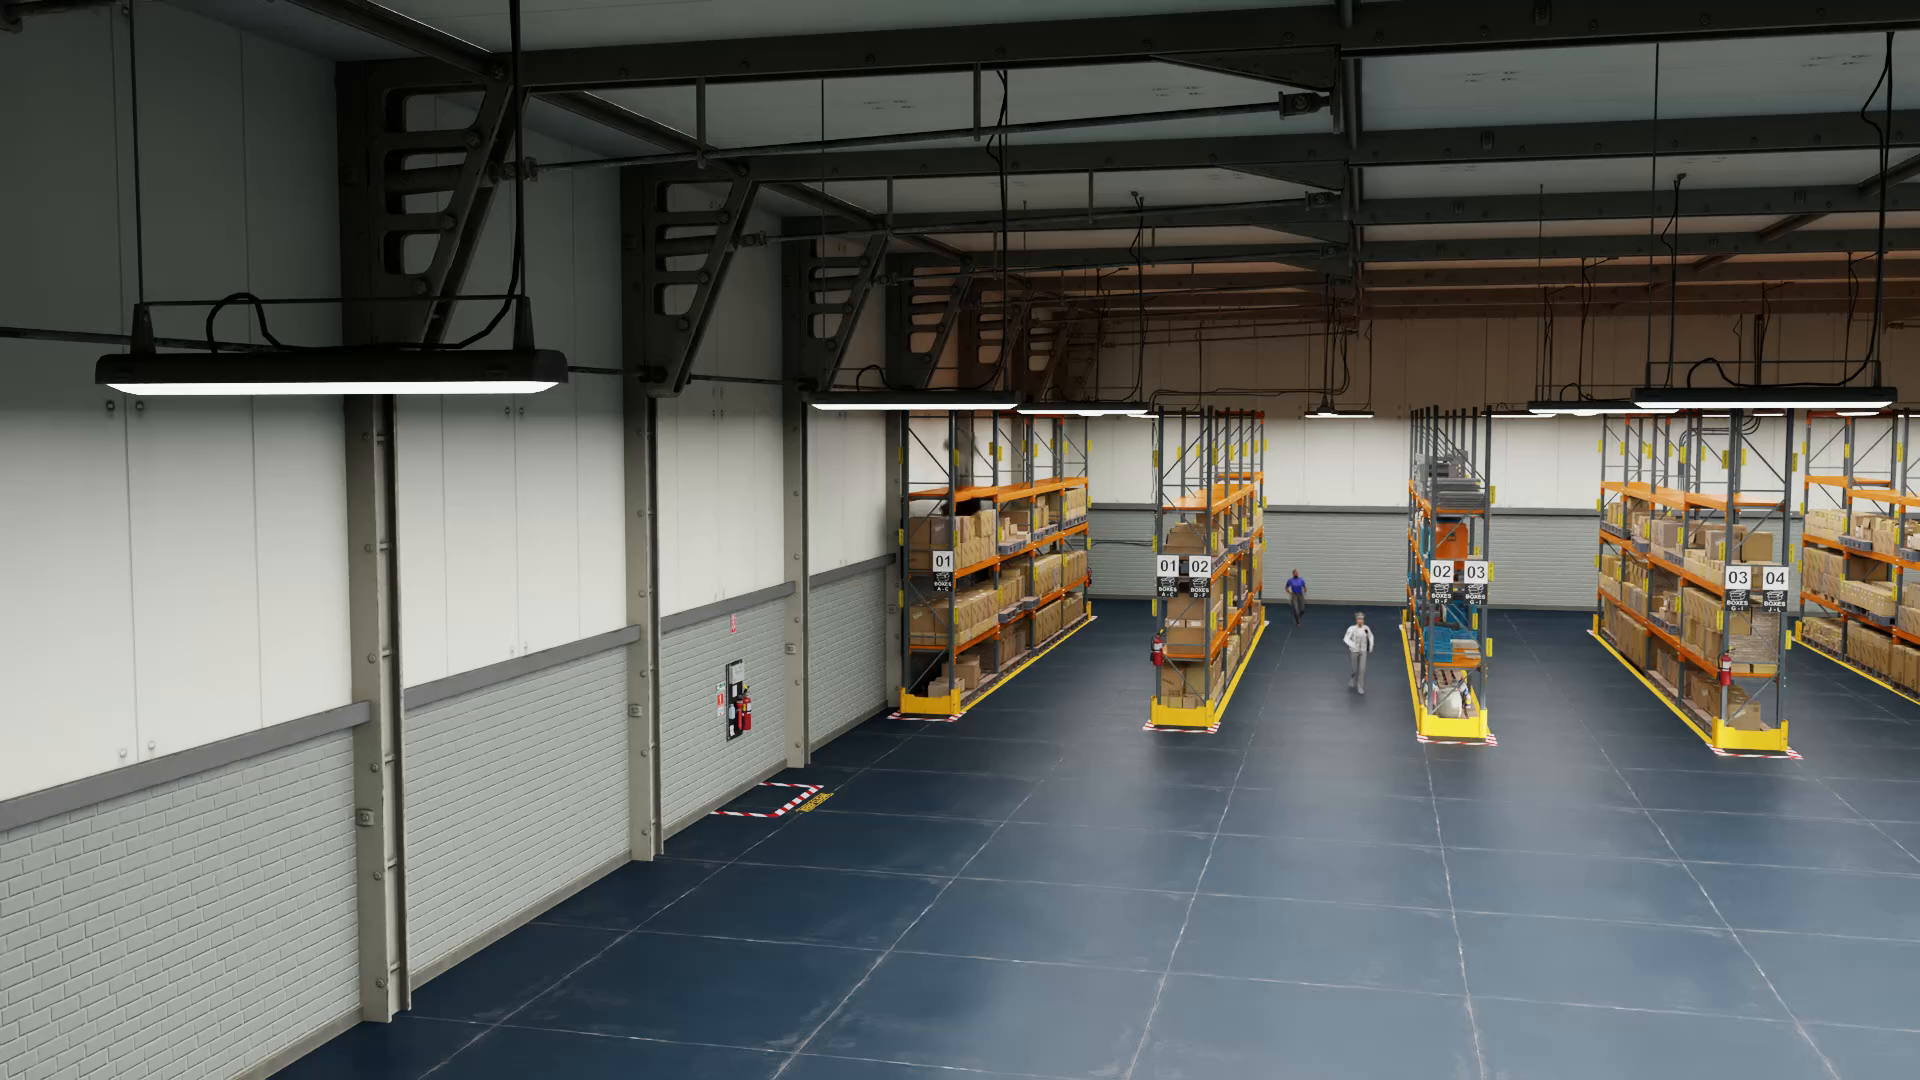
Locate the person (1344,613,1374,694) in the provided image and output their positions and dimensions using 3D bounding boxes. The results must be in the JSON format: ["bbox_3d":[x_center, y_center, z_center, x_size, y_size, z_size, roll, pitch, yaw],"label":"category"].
[{"bbox_3d":[8.443,2.366,35.168,0.642,1.697,0.761,0,4,2],"label":"person"}]

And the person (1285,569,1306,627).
[{"bbox_3d":[9.335,1.612,46.291,0.571,1.612,0.511,0,4,-3],"label":"person"}]
